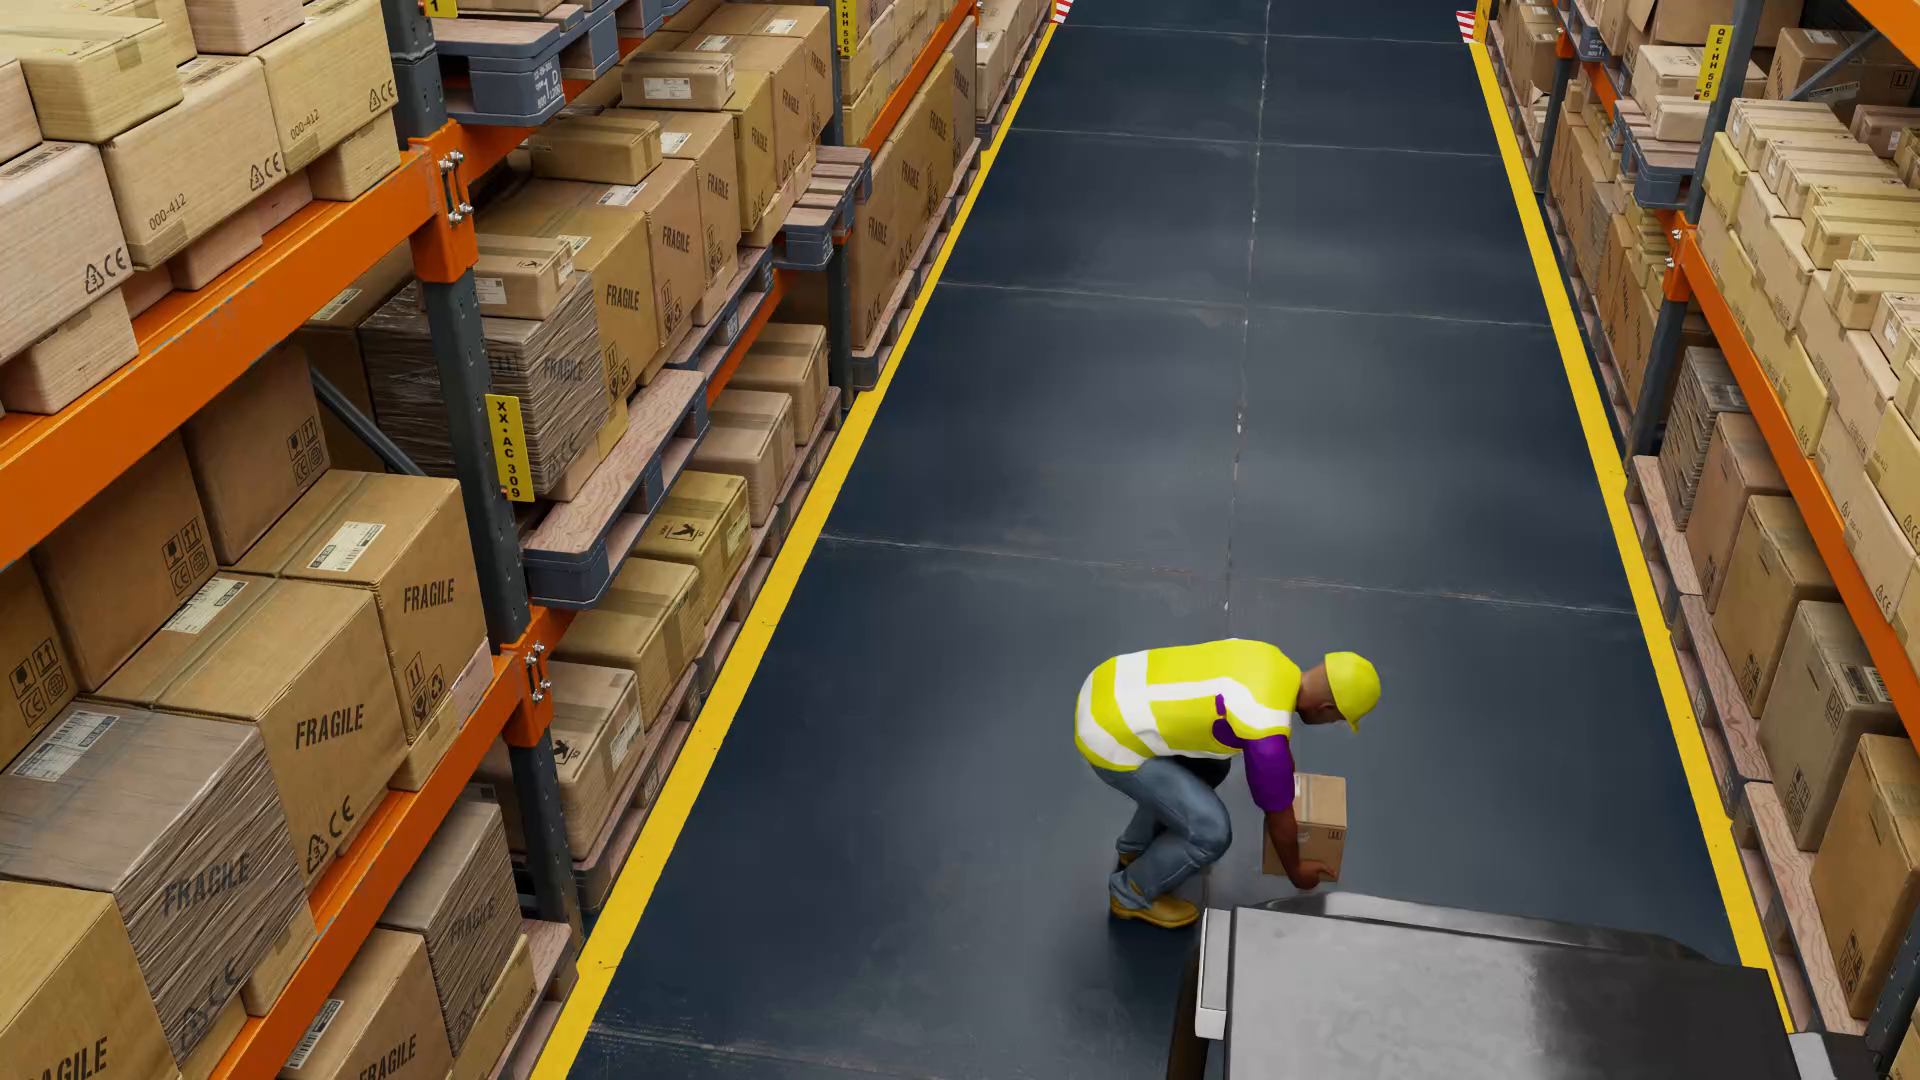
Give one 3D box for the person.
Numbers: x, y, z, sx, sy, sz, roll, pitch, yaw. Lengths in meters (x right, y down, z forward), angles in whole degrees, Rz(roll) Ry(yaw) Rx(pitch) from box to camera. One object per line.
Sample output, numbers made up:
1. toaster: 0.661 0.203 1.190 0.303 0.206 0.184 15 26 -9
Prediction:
1. person: 0.858 0.786 5.547 0.966 1.040 0.517 4 32 6
